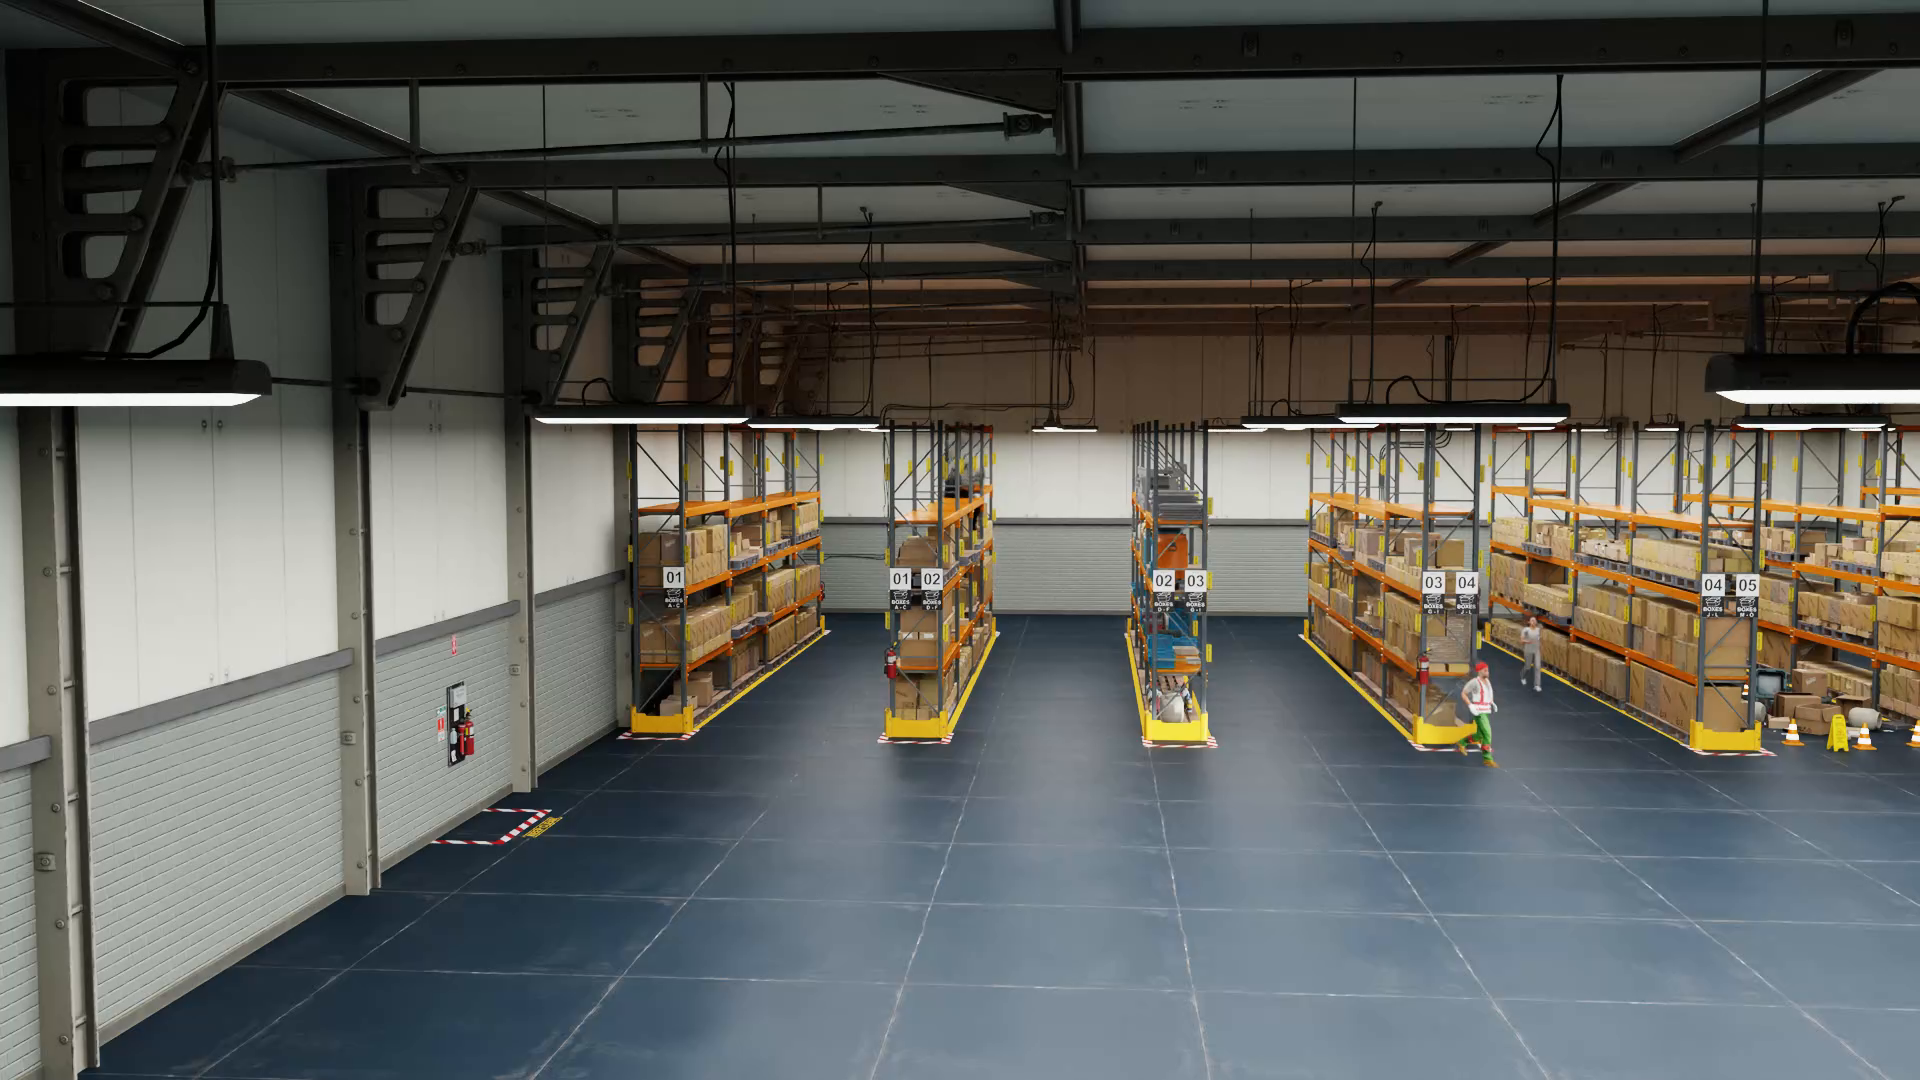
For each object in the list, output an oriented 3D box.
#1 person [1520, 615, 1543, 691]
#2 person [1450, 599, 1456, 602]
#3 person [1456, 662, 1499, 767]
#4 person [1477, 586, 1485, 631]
[{"bbox_3d":[12.779,2.503,37.136,0.571,1.639,0.990,0,4,-3],"label":"person"},{"bbox_3d":[13.319,2.068,44.877,0.676,1.661,0.799,1,4,15],"label":"person"},{"bbox_3d":[9.034,3.014,28.990,0.680,1.787,0.884,-3,5,-42],"label":"person"},{"bbox_3d":[14.717,1.877,47.523,0.774,1.769,0.846,-1,4,-10],"label":"person"}]
